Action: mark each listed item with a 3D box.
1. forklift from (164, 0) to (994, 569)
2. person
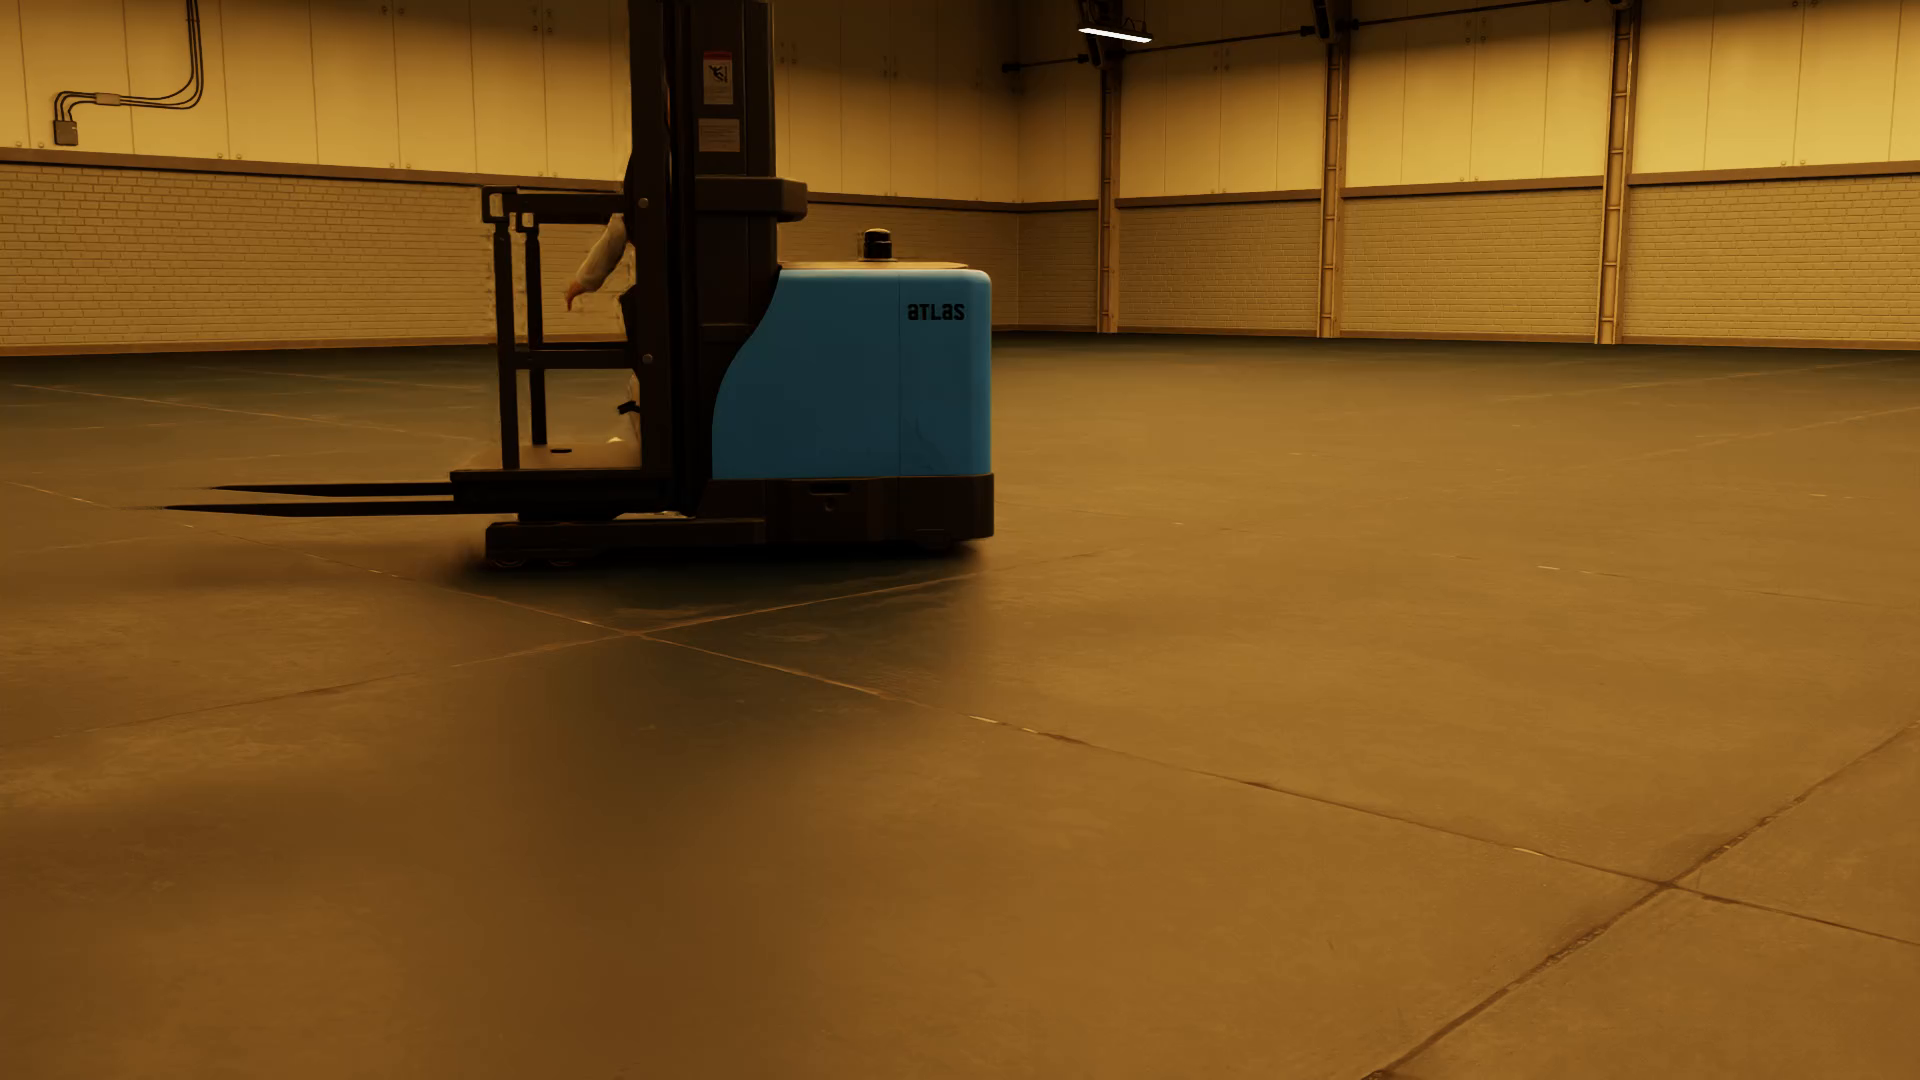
[{"bbox_3d":[-1.430,-1.430,6.368,3.031,2.935,1.130,-1,9,-8],"label":"forklift"},{"bbox_3d":[-1.204,-0.980,6.849,1.065,1.643,0.887,7,11,39],"label":"person"}]
